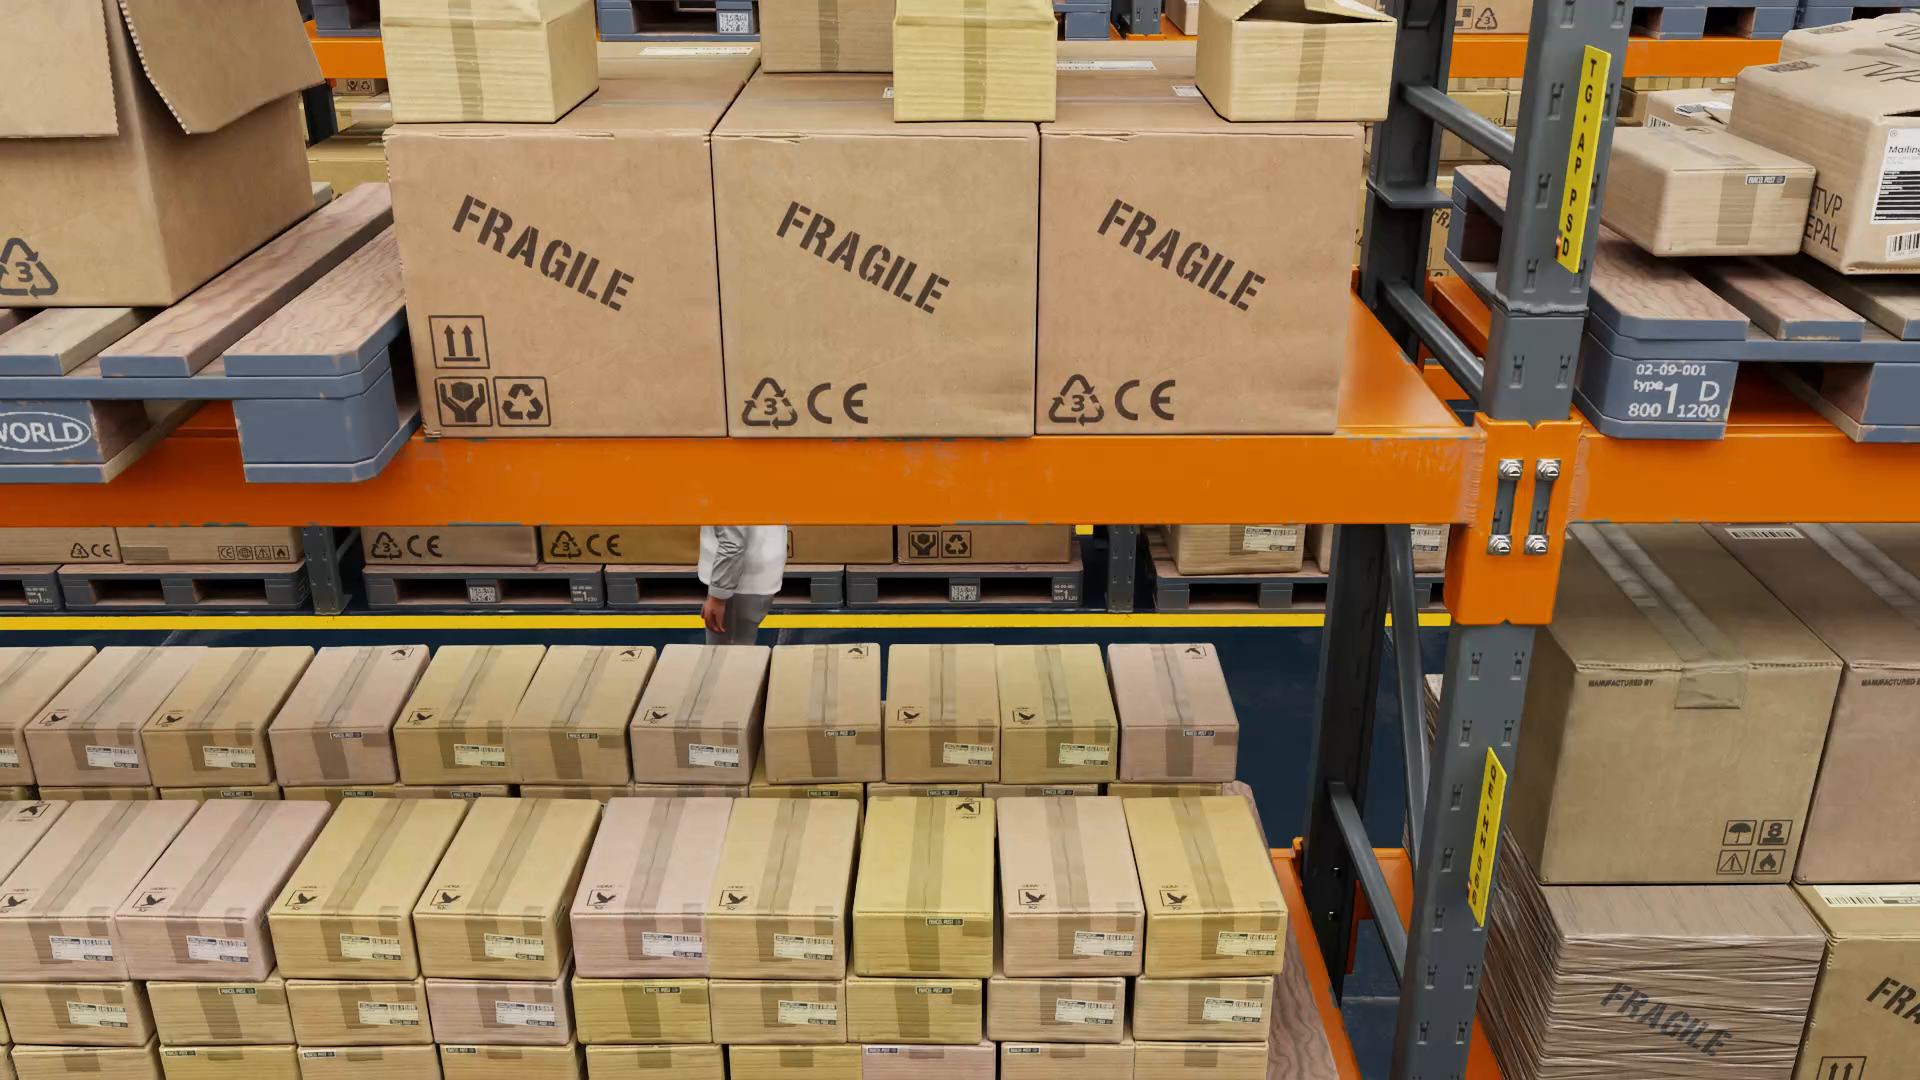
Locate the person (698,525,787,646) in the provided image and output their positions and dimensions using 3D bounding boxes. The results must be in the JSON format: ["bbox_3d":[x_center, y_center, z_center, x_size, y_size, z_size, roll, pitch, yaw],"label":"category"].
[{"bbox_3d":[-0.924,0.139,6.758,0.460,1.769,0.580,0,24,0],"label":"person"}]
